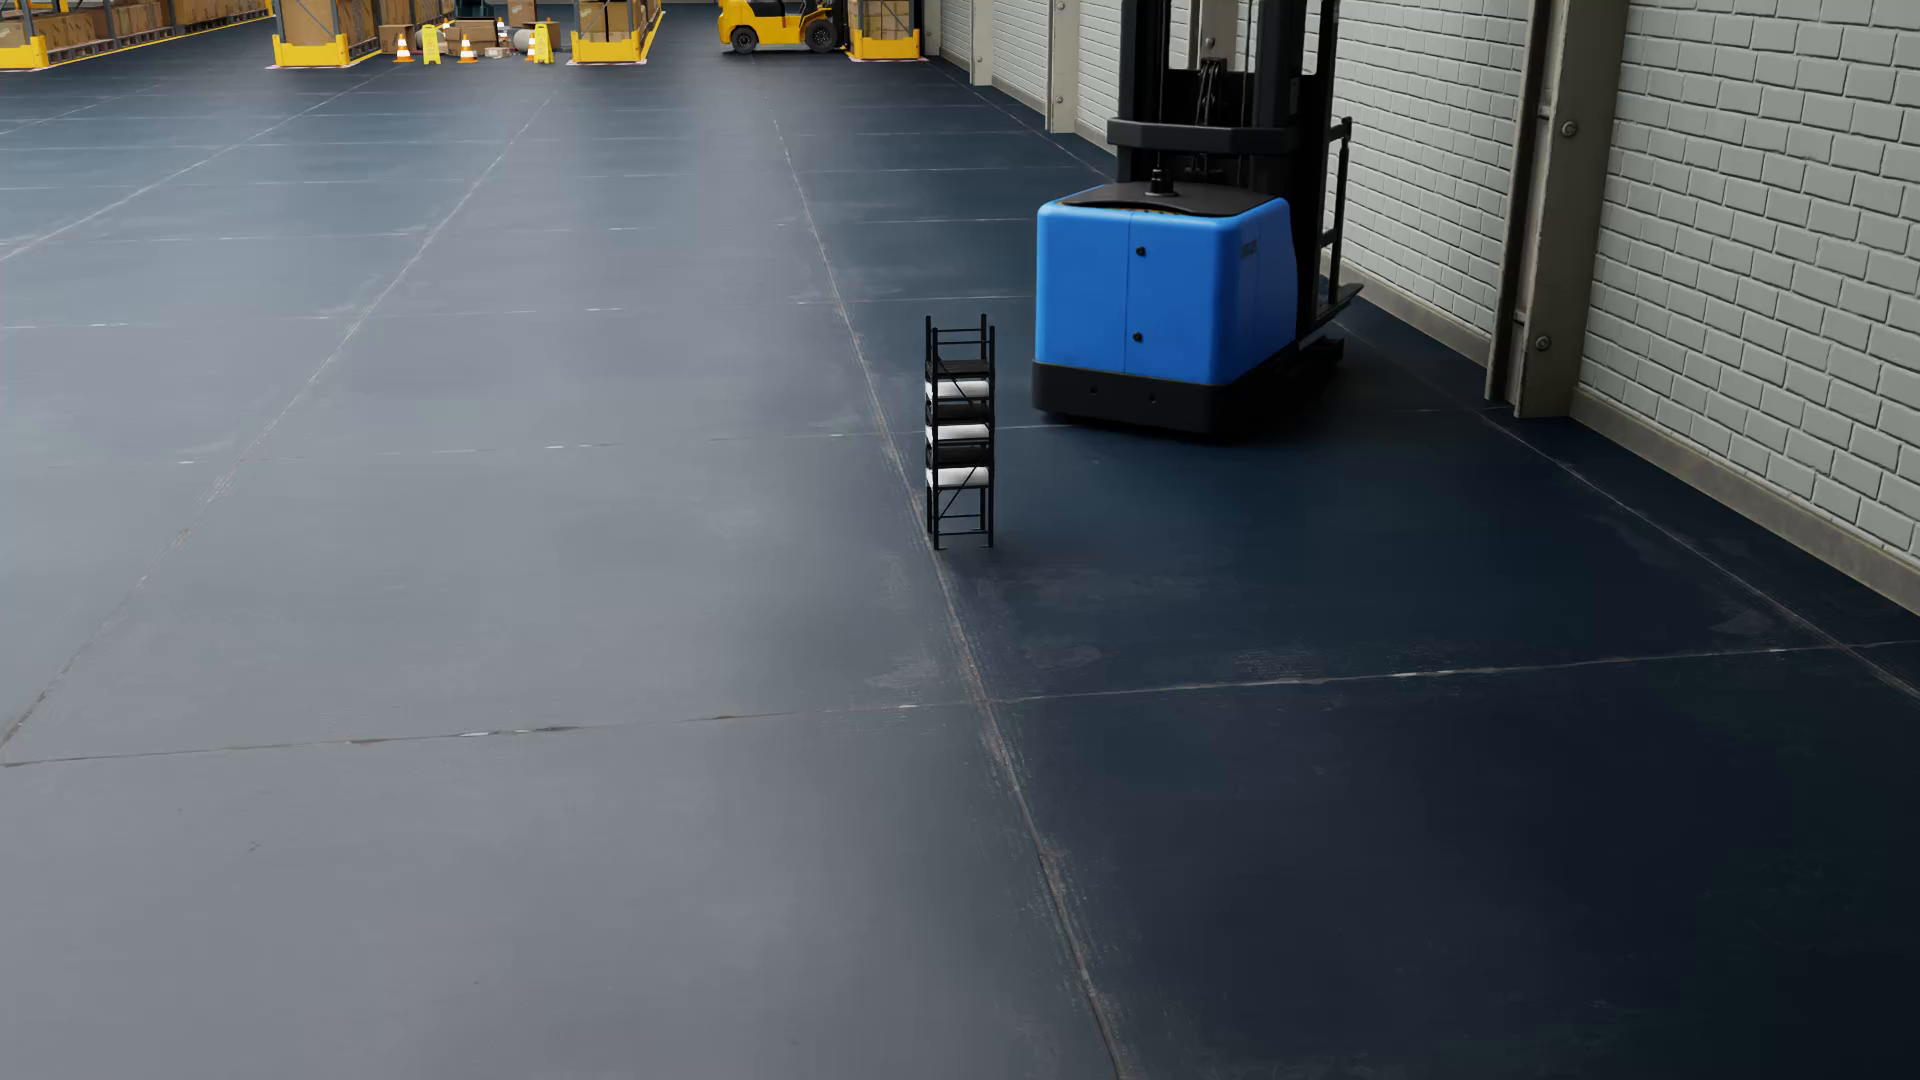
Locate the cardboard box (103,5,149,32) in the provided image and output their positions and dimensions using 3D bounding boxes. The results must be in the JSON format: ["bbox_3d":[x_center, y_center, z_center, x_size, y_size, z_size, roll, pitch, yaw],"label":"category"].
[{"bbox_3d":[-16.896,-10.553,33.626,0.700,0.500,0.500,-1,21,-3],"label":"cardboard box"}]

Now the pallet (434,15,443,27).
[{"bbox_3d":[-12.734,-12.160,38.972,1.003,0.211,1.213,-3,21,-8],"label":"pallet"}]

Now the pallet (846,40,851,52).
[{"bbox_3d":[-1.647,-9.495,31.837,1.003,0.211,1.213,-3,21,-8],"label":"pallet"}]

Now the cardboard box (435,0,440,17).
[{"bbox_3d":[-12.492,-12.518,38.917,0.500,0.500,0.500,-3,21,-9],"label":"cardboard box"}]

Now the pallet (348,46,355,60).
[{"bbox_3d":[-11.310,-8.548,29.300,1.003,0.211,1.213,-3,21,-8],"label":"pallet"}]

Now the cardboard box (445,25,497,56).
[{"bbox_3d":[-8.992,-9.177,30.567,0.637,0.503,0.797,17,27,39],"label":"cardboard box"}]

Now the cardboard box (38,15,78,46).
[{"bbox_3d":[-16.342,-9.227,30.106,0.500,0.500,0.500,-5,21,-13],"label":"cardboard box"}]

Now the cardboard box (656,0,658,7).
[{"bbox_3d":[-8.206,-13.862,42.605,0.875,0.438,0.875,-2,21,-6],"label":"cardboard box"}]

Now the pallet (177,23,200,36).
[{"bbox_3d":[-17.233,-11.106,36.150,1.003,0.211,1.213,-3,21,-8],"label":"pallet"}]

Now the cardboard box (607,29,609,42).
[{"bbox_3d":[-6.684,-9.220,30.446,0.500,0.250,0.500,-3,21,-8],"label":"cardboard box"}]

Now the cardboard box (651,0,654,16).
[{"bbox_3d":[-7.657,-12.699,38.866,0.875,0.875,0.875,-2,21,-6],"label":"cardboard box"}]

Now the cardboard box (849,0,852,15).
[{"bbox_3d":[-1.777,-9.815,30.607,0.500,0.250,0.500,-3,21,-7],"label":"cardboard box"}]

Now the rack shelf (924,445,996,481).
[{"bbox_3d":[-0.001,-0.309,6.609,0.258,0.077,0.200,-3,21,-8],"label":"rack shelf"}]

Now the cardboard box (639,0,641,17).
[{"bbox_3d":[-6.385,-10.143,31.845,0.500,0.500,0.500,-3,21,-7],"label":"cardboard box"}]

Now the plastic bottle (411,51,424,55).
[{"bbox_3d":[-10.026,-9.038,30.827,0.283,0.061,0.133,-11,23,-26],"label":"plastic bottle"}]

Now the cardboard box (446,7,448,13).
[{"bbox_3d":[-12.620,-12.831,40.259,0.380,0.149,0.250,-2,21,-6],"label":"cardboard box"}]

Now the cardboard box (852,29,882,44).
[{"bbox_3d":[-1.703,-9.173,30.318,0.500,0.250,0.500,-3,21,-7],"label":"cardboard box"}]

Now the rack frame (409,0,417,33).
[{"bbox_3d":[-12.271,-12.351,35.498,1.000,3.000,0.127,-3,21,-8],"label":"rack frame"}]

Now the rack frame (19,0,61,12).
[{"bbox_3d":[-23.248,-14.656,41.669,1.000,3.000,0.127,-3,21,-8],"label":"rack frame"}]

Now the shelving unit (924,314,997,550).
[{"bbox_3d":[-0.001,-0.424,6.566,0.258,0.900,0.210,-3,21,-8],"label":"shelving unit"}]

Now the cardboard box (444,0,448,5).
[{"bbox_3d":[-12.832,-13.234,40.910,0.380,0.149,0.250,-2,21,-5],"label":"cardboard box"}]

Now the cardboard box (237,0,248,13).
[{"bbox_3d":[-17.916,-13.266,40.385,0.875,0.875,0.875,-3,21,-8],"label":"cardboard box"}]

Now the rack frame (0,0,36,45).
[{"bbox_3d":[-16.040,-9.366,27.505,1.000,3.000,0.127,-3,21,-8],"label":"rack frame"}]

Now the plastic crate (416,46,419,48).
[{"bbox_3d":[-10.373,-9.682,32.287,0.450,0.188,0.662,-2,18,24],"label":"plastic crate"}]

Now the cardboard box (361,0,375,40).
[{"bbox_3d":[-11.673,-9.946,31.495,0.875,0.875,0.875,-3,21,-7],"label":"cardboard box"}]

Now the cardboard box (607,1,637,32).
[{"bbox_3d":[-6.081,-9.427,29.927,0.500,0.500,0.500,-4,21,-10],"label":"cardboard box"}]

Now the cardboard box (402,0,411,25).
[{"bbox_3d":[-12.272,-11.278,35.241,1.050,0.750,0.750,-3,21,-8],"label":"cardboard box"}]

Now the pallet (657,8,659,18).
[{"bbox_3d":[-8.175,-13.405,42.305,1.003,0.211,1.213,-3,21,-8],"label":"pallet"}]

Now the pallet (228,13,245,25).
[{"bbox_3d":[-17.802,-12.482,39.833,1.003,0.211,1.213,-3,21,-8],"label":"pallet"}]

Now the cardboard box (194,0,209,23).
[{"bbox_3d":[-17.393,-11.886,36.690,1.225,0.875,0.875,-3,21,-8],"label":"cardboard box"}]

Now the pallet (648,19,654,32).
[{"bbox_3d":[-7.426,-11.606,37.489,1.003,0.211,1.213,-3,21,-8],"label":"pallet"}]

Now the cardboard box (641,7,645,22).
[{"bbox_3d":[-7.201,-11.150,35.438,0.950,0.372,0.625,-3,21,-9],"label":"cardboard box"}]

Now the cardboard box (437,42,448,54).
[{"bbox_3d":[-9.624,-9.183,30.923,0.396,0.266,0.258,1,20,2],"label":"cardboard box"}]

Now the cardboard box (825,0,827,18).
[{"bbox_3d":[-2.811,-12.222,38.126,0.500,0.500,0.500,-3,21,-9],"label":"cardboard box"}]

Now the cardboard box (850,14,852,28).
[{"bbox_3d":[-1.764,-9.587,30.713,0.500,0.250,0.500,-3,21,-8],"label":"cardboard box"}]

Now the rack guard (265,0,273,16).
[{"bbox_3d":[-18.350,-13.743,42.797,1.175,0.500,0.348,-3,21,-8],"label":"rack guard"}]

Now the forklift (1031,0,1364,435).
[{"bbox_3d":[1.496,-2.342,8.797,1.130,2.935,3.031,11,23,26],"label":"forklift"}]

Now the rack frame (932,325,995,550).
[{"bbox_3d":[0.013,-0.389,6.472,0.240,0.900,0.006,-3,21,-8],"label":"rack frame"}]

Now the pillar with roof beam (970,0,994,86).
[{"bbox_3d":[-3.926,-10.920,23.091,9.100,9.000,0.400,-3,21,-8],"label":"pillar with roof beam"}]

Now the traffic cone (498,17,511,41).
[{"bbox_3d":[-9.406,-10.471,34.090,0.336,0.463,0.334,-3,21,-8],"label":"traffic cone"}]

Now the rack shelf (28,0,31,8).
[{"bbox_3d":[-16.329,-9.721,29.485,1.077,0.370,4.000,-3,21,-8],"label":"rack shelf"}]

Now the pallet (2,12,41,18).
[{"bbox_3d":[-22.995,-12.640,40.258,1.003,0.211,1.213,-3,21,-8],"label":"pallet"}]

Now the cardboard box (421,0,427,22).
[{"bbox_3d":[-12.196,-11.808,37.017,0.500,0.500,0.500,-3,21,-7],"label":"cardboard box"}]

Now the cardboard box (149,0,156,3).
[{"bbox_3d":[-17.067,-11.292,34.534,0.500,0.250,0.500,-2,21,-6],"label":"cardboard box"}]

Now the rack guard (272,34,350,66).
[{"bbox_3d":[-11.114,-8.402,28.497,1.175,0.500,0.348,-3,21,-8],"label":"rack guard"}]

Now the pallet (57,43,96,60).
[{"bbox_3d":[-16.306,-8.790,29.950,1.003,0.211,1.213,-3,21,-8],"label":"pallet"}]

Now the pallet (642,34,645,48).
[{"bbox_3d":[-6.679,-9.714,32.422,1.003,0.211,1.213,-3,21,-8],"label":"pallet"}]

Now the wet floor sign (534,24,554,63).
[{"bbox_3d":[-7.265,-8.643,28.935,0.267,0.644,0.232,4,21,11],"label":"wet floor sign"}]
